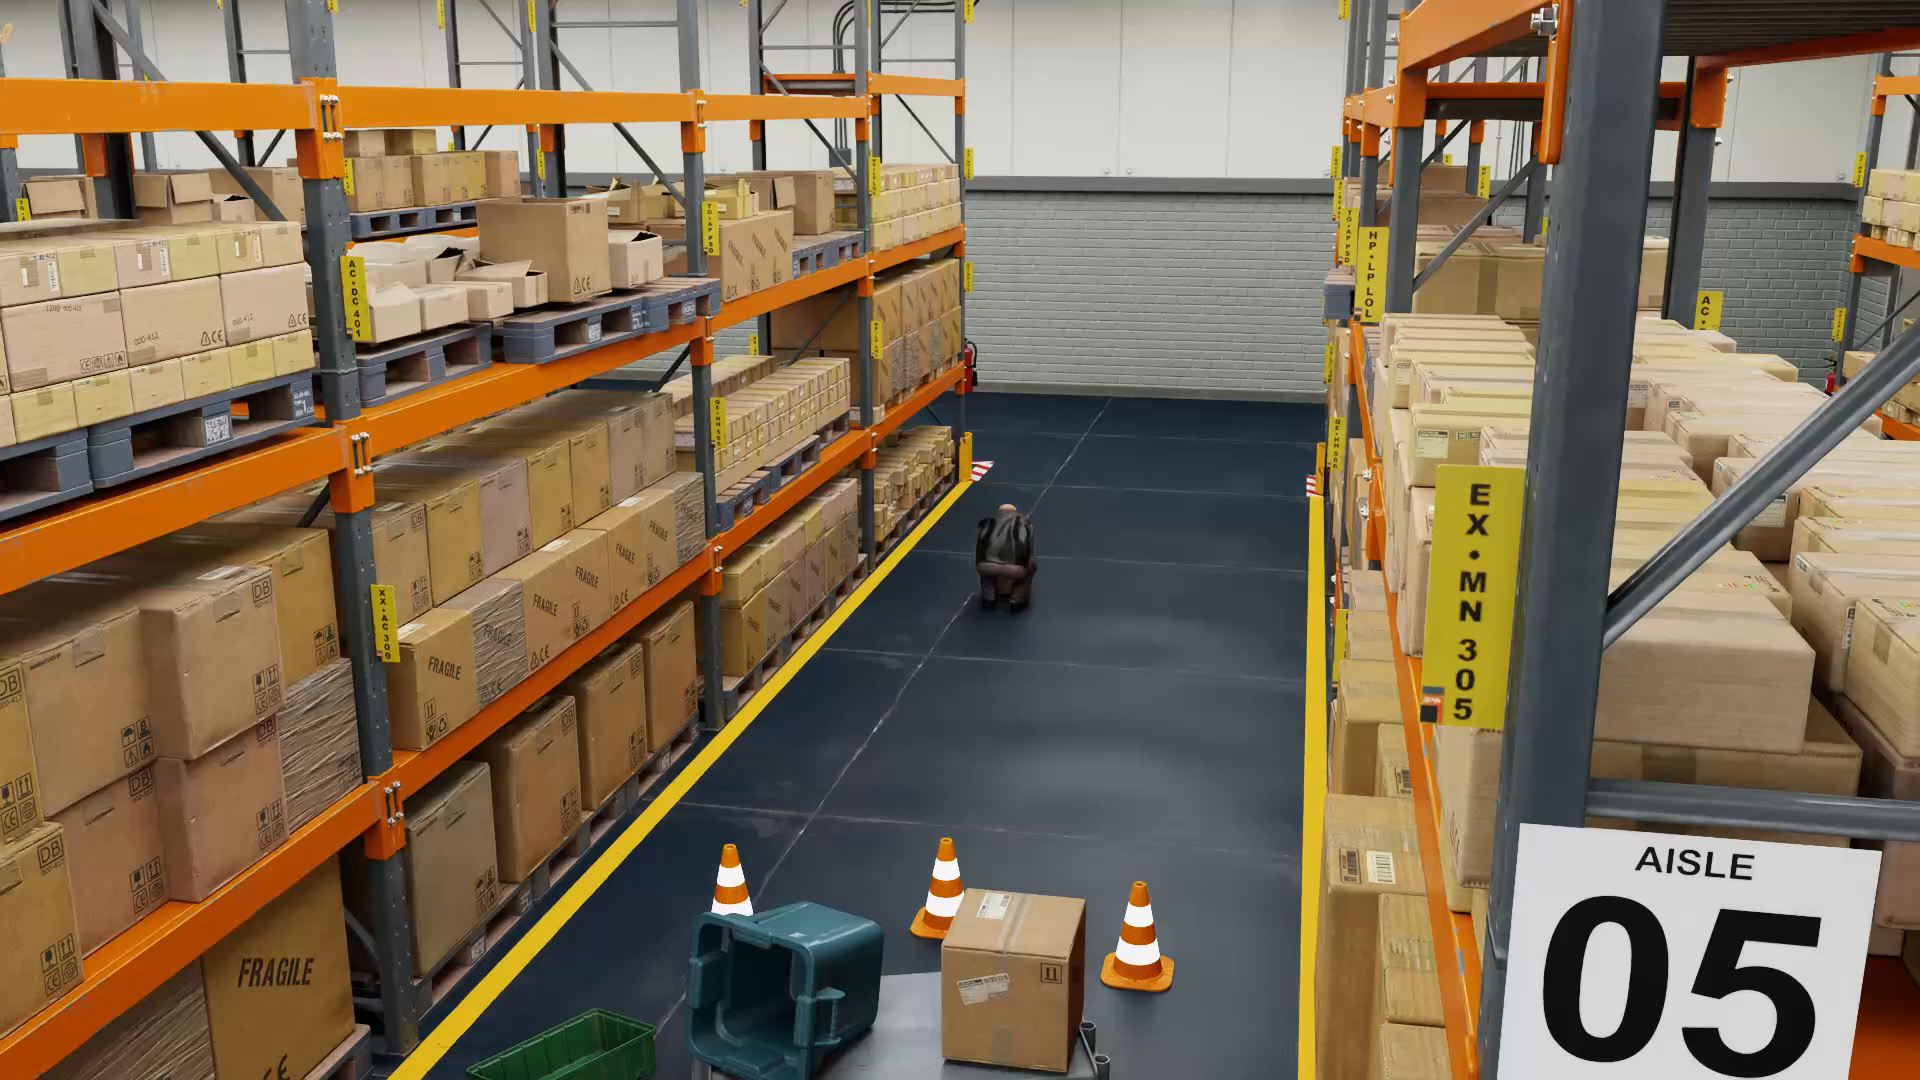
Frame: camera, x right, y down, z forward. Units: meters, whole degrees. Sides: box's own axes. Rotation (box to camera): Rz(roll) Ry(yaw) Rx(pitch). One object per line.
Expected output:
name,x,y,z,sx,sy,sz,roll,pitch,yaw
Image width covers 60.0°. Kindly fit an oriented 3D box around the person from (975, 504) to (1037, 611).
person,0.387,0.183,13.955,0.512,0.821,0.866,3,15,10
